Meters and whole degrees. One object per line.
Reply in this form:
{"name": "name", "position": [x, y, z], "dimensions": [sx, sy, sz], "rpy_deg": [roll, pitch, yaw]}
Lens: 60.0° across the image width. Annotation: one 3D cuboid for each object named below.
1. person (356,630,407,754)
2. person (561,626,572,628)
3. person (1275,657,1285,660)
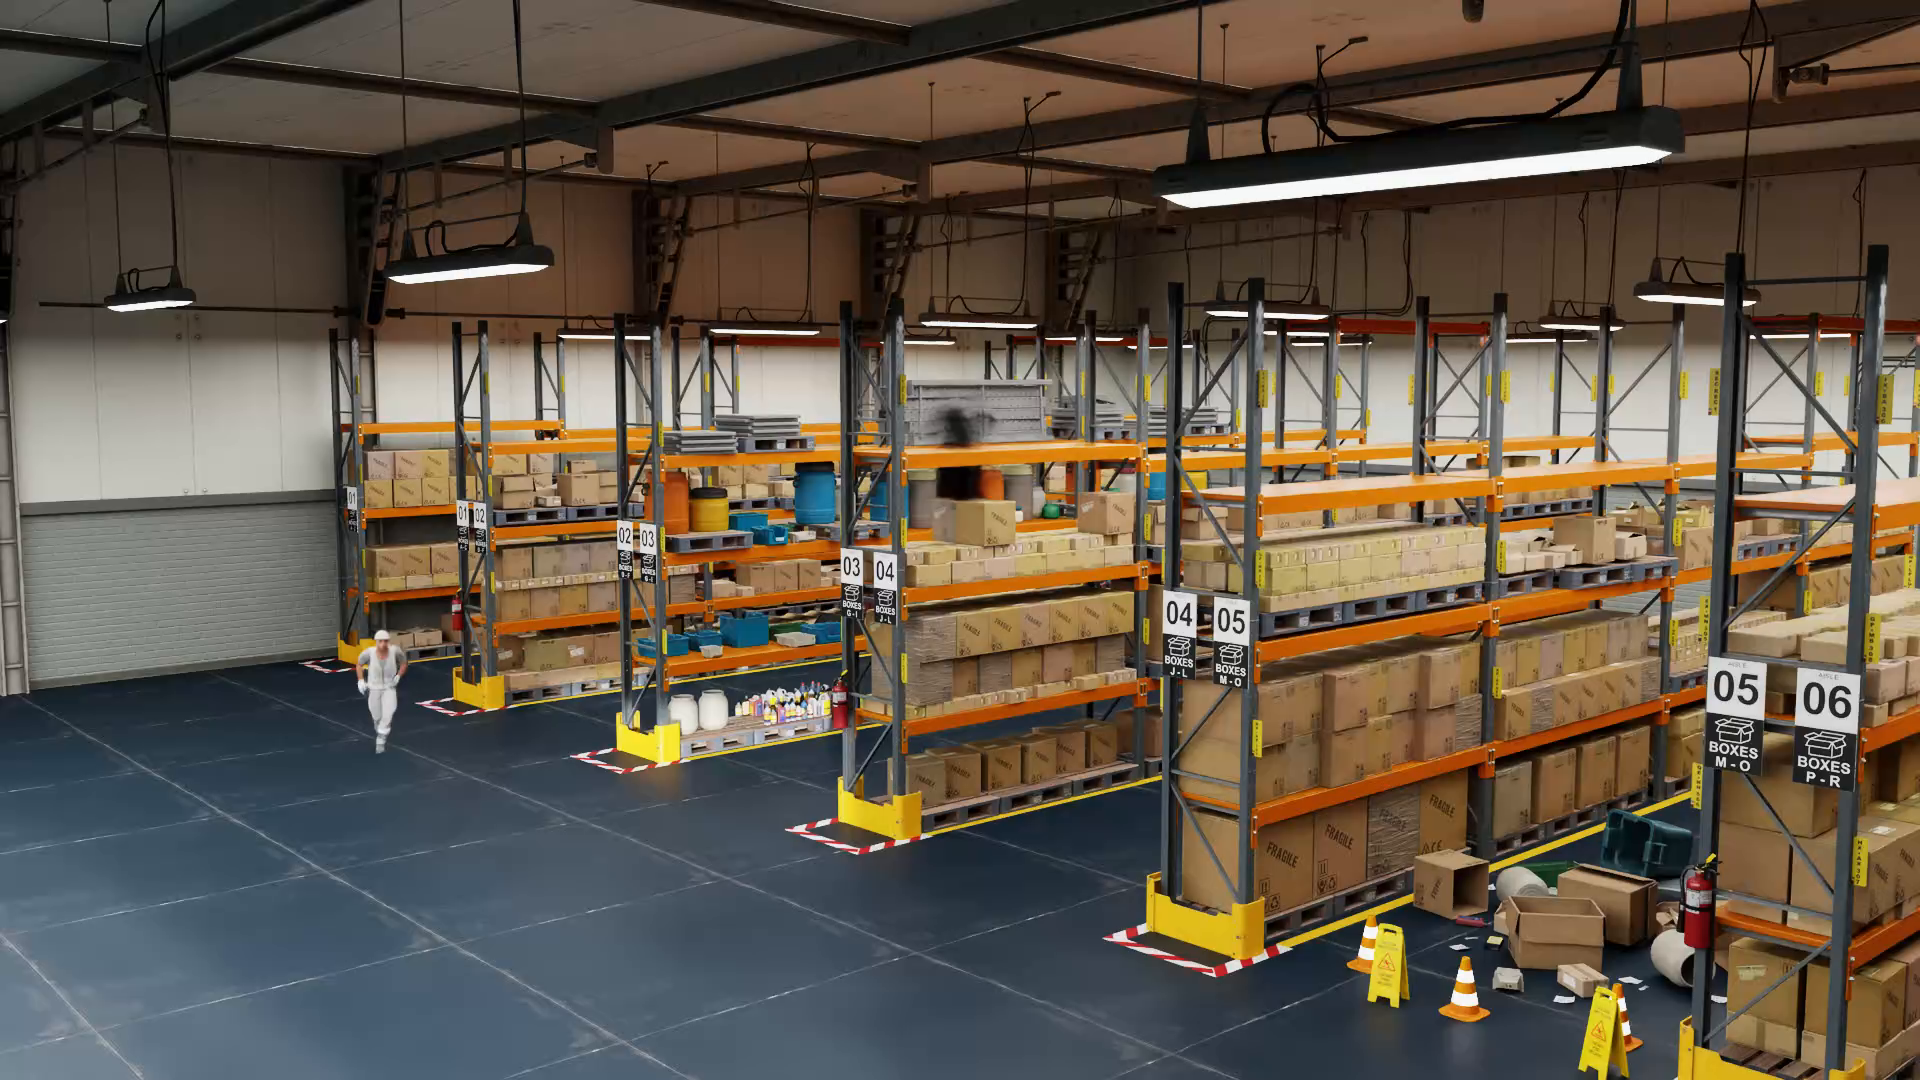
{"name": "person", "position": [-7.988, 2.064, 22.997], "dimensions": [0.655, 1.714, 0.837], "rpy_deg": [-3, 6, -27]}
{"name": "person", "position": [-6.877, 1.421, 29.340], "dimensions": [0.671, 1.711, 0.774], "rpy_deg": [5, 8, 41]}
{"name": "person", "position": [3.895, 2.141, 20.083], "dimensions": [0.726, 1.495, 0.857], "rpy_deg": [4, 7, 35]}
